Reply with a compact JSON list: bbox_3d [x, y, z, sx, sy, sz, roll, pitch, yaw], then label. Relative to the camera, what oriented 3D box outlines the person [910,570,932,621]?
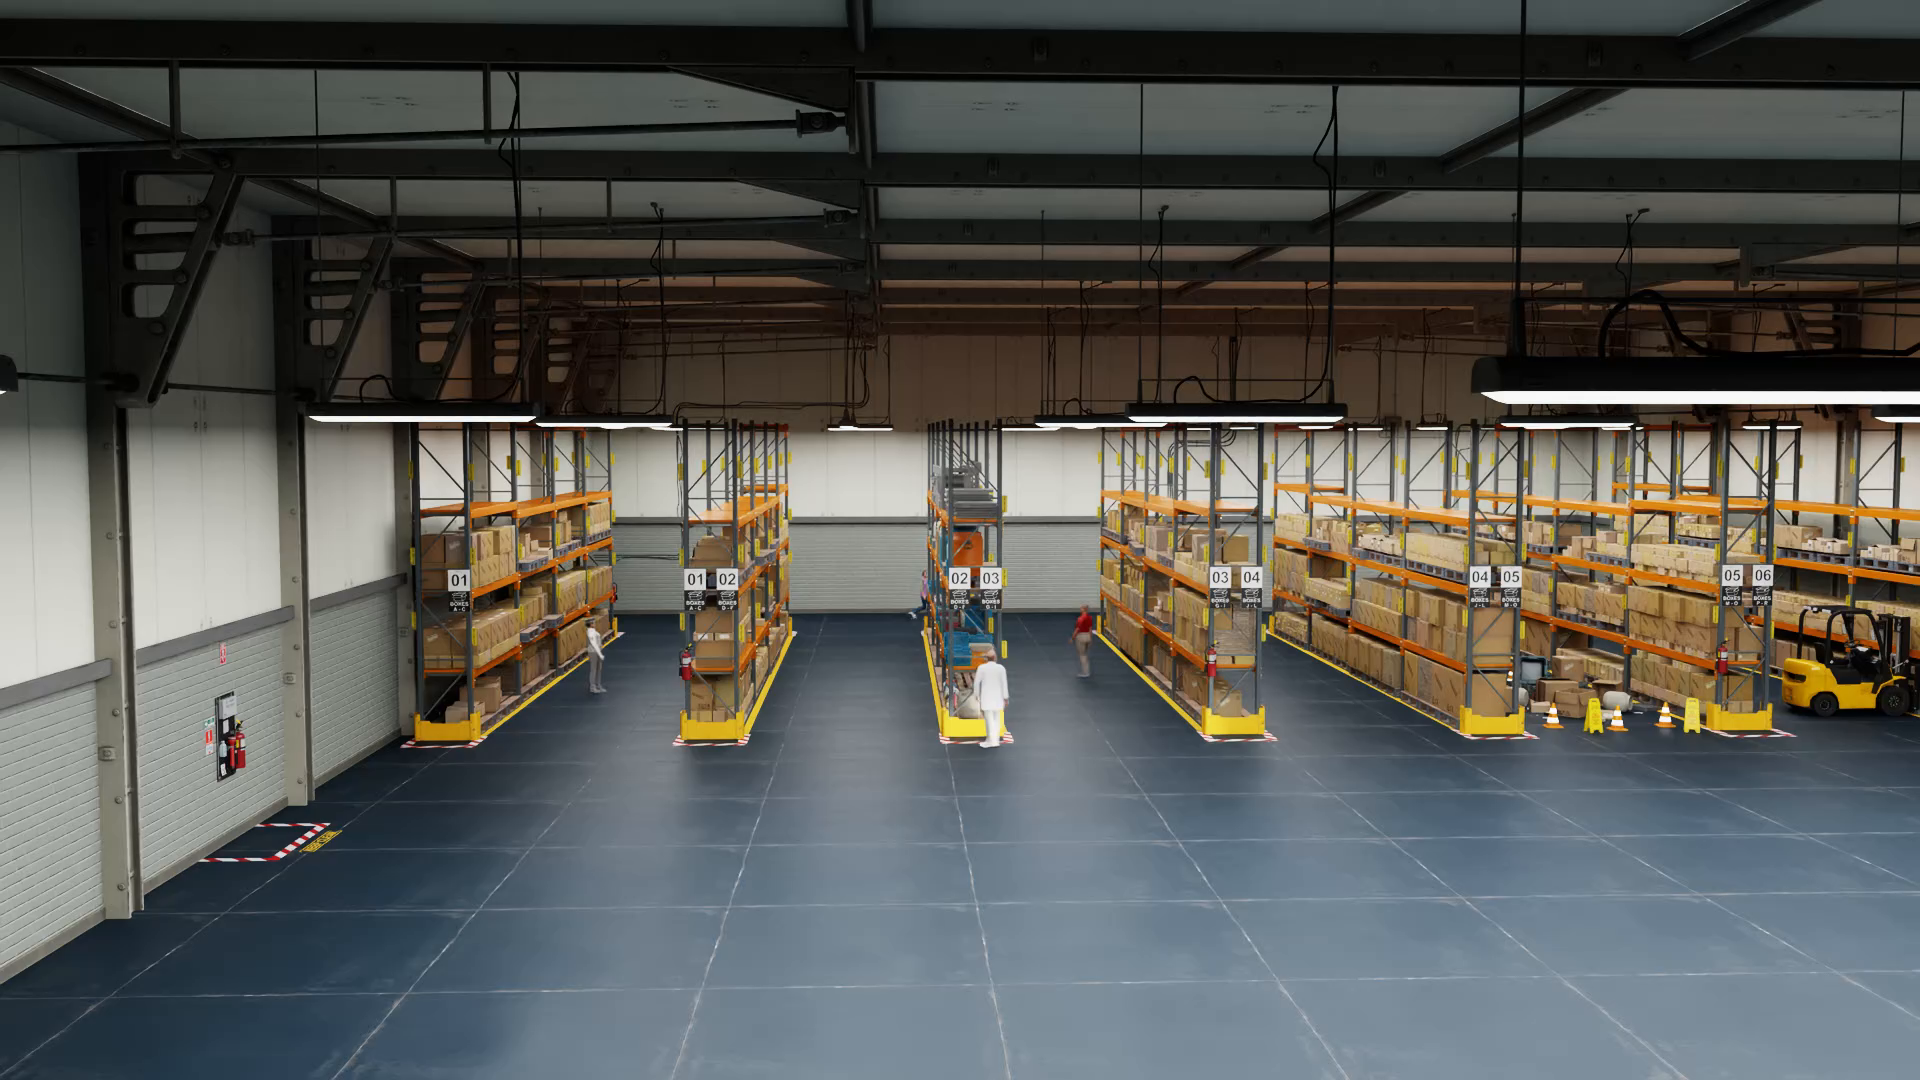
[{"bbox_3d":[-1.125,1.690,50.695,0.760,1.553,0.469,1,4,9],"label":"person"}]

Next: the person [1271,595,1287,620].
[{"bbox_3d":[9.508,1.742,49.356,0.737,1.614,0.517,-2,4,-32],"label":"person"}]

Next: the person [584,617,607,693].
[{"bbox_3d":[-8.041,2.553,36.774,0.510,1.699,0.557,1,4,11],"label":"person"}]

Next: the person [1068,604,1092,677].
[{"bbox_3d":[2.858,2.396,39.018,0.477,1.796,0.560,3,5,43],"label":"person"}]

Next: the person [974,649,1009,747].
[{"bbox_3d":[0.571,2.884,30.441,0.608,1.788,0.521,-1,4,-12],"label":"person"}]
